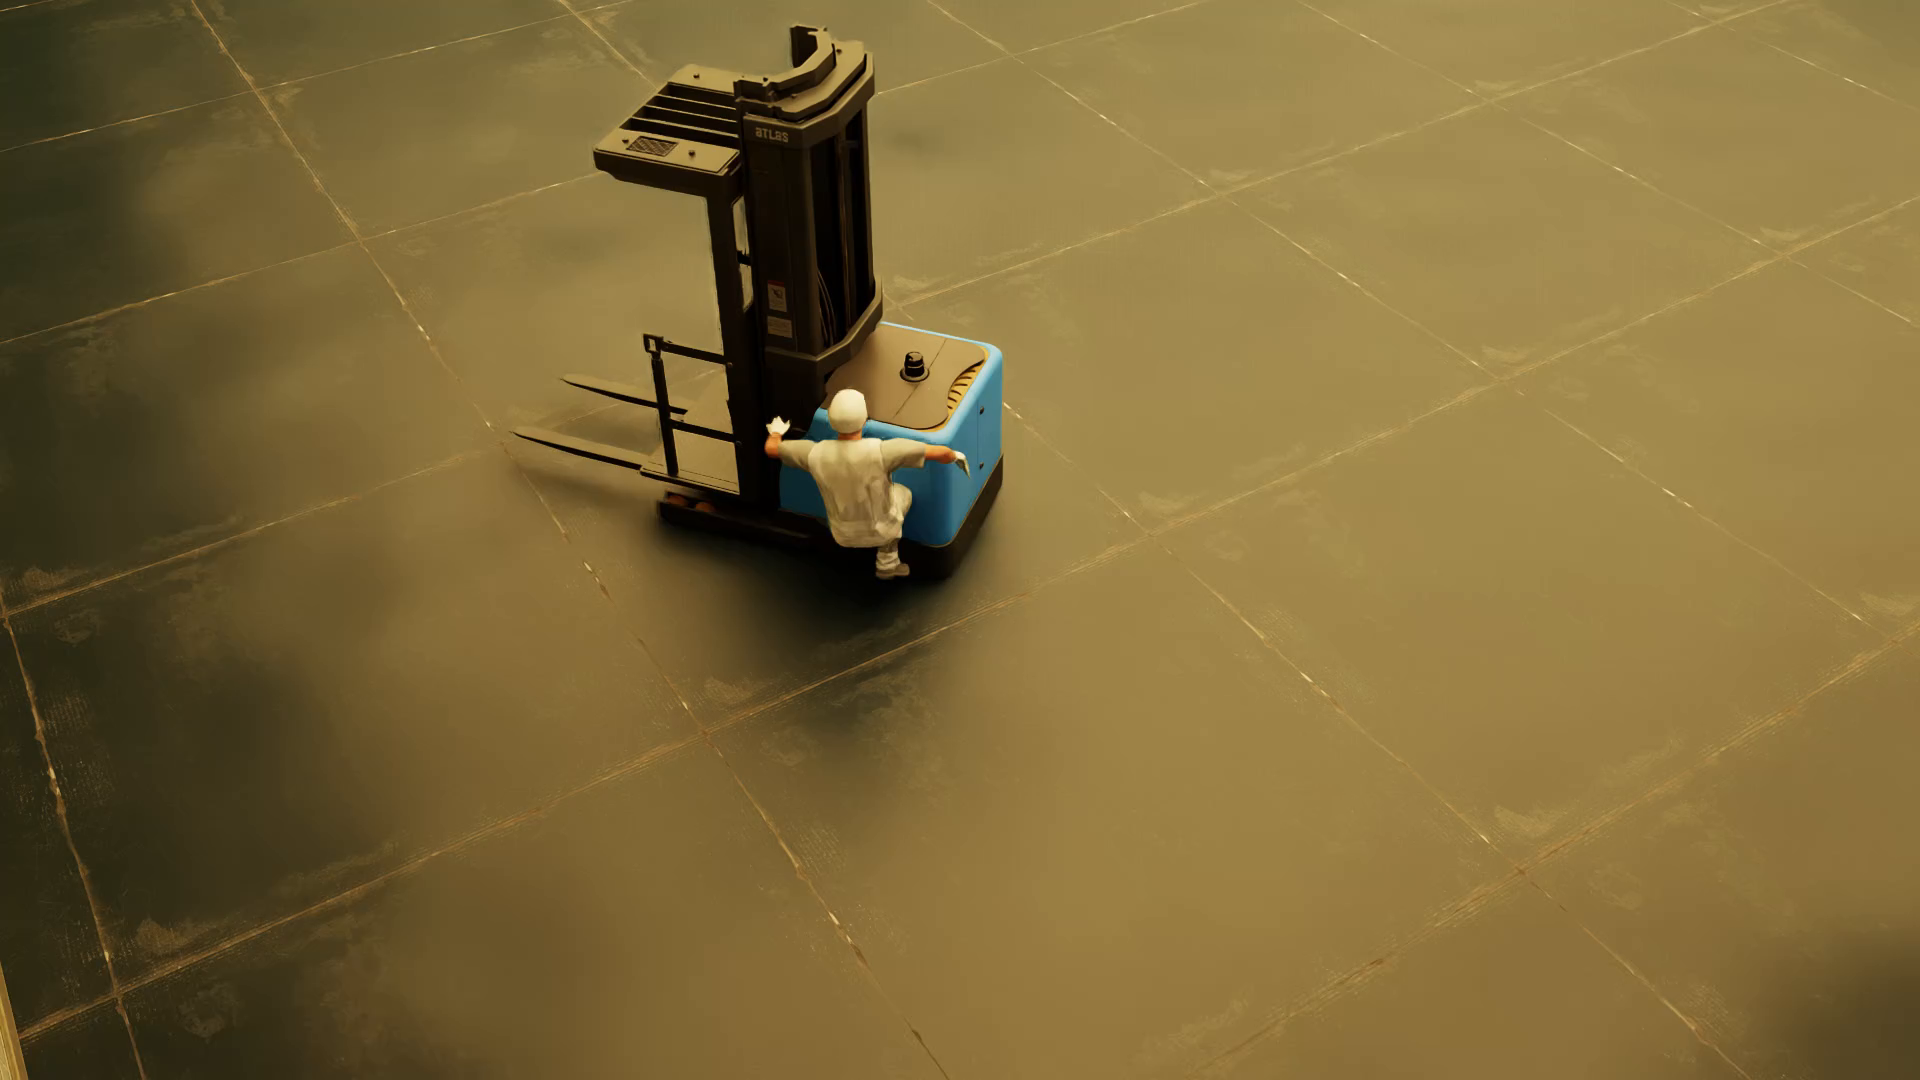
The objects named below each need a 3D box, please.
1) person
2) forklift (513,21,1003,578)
[{"bbox_3d":[-0.511,-0.332,9.223,1.136,1.499,0.859,0,41,0],"label":"person"},{"bbox_3d":[-1.306,-1.480,9.564,3.031,2.935,1.130,14,43,15],"label":"forklift"}]
